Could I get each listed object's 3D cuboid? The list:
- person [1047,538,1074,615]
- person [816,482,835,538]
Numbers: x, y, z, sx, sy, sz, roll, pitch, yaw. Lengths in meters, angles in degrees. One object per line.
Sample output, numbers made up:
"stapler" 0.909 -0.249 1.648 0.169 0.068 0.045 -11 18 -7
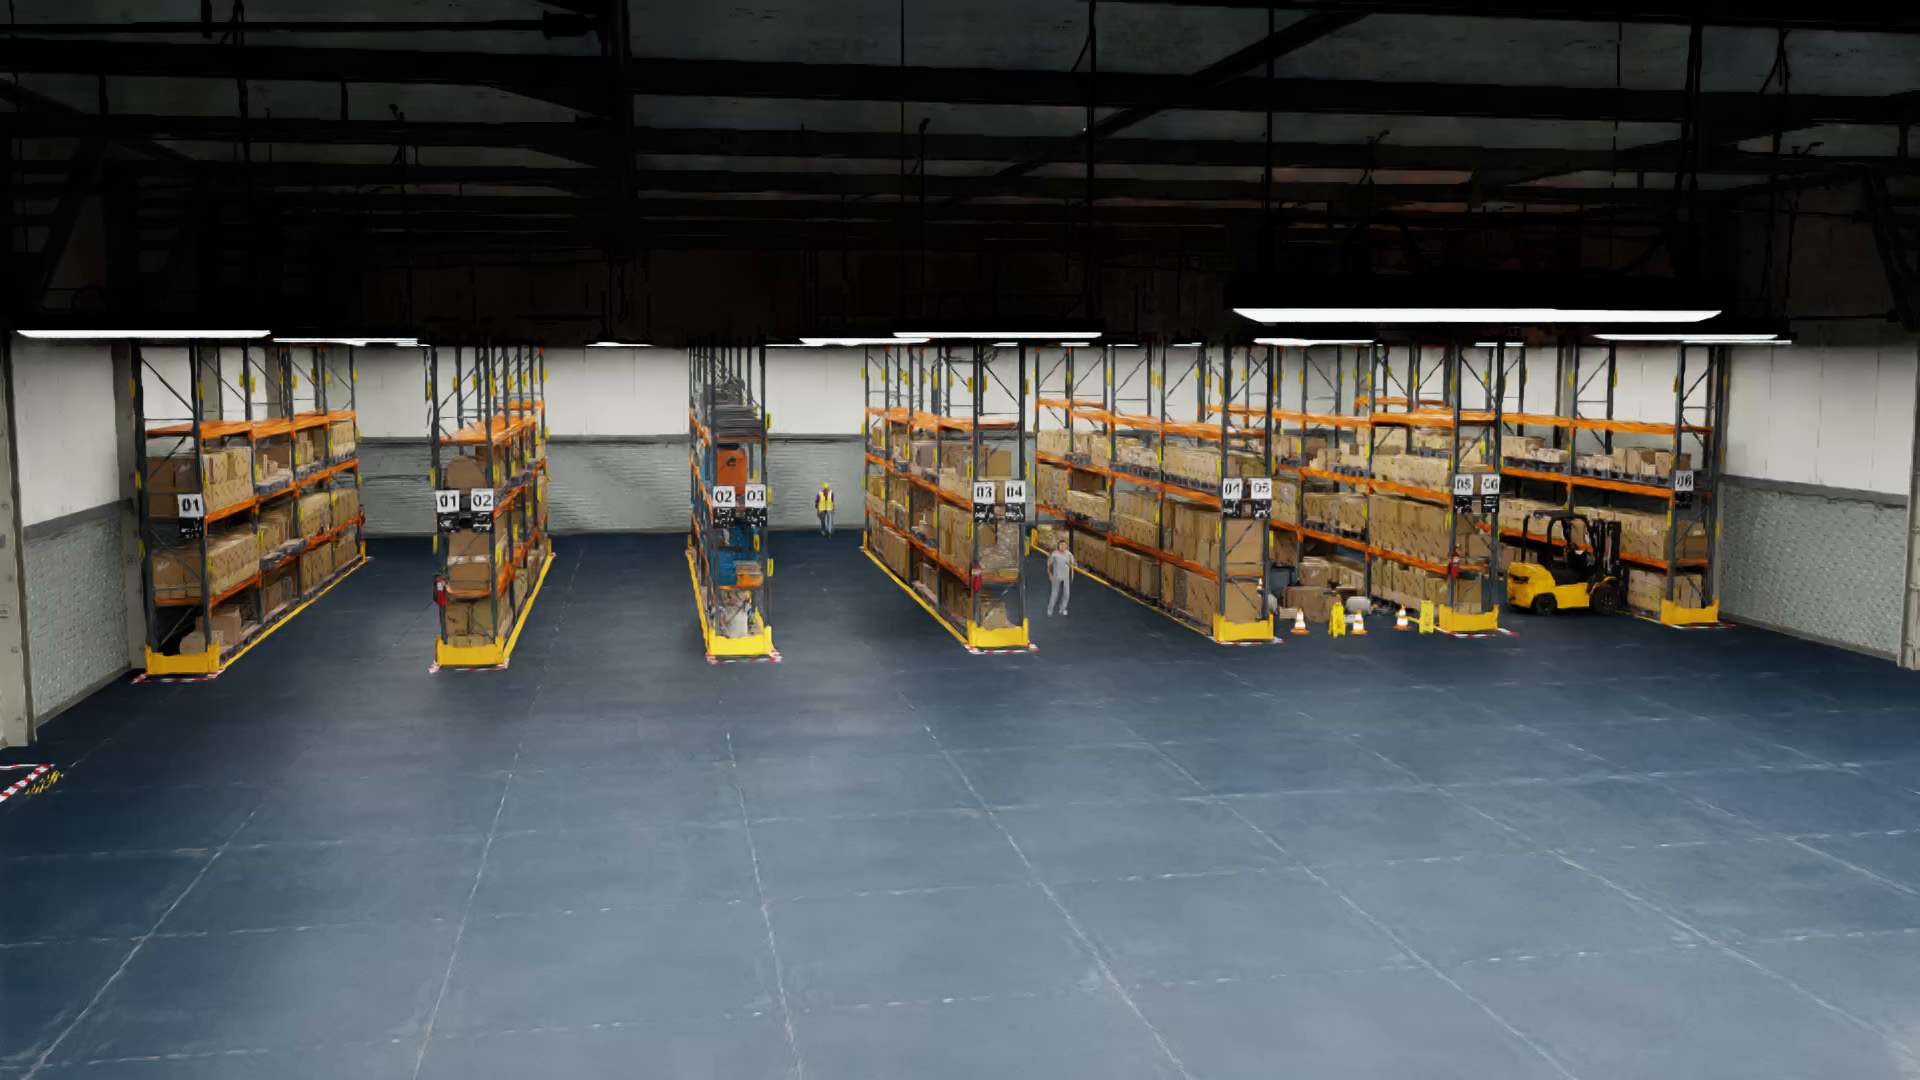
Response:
"person" 2.059 0.749 34.120 0.580 1.593 0.506 -1 7 -12
"person" -4.106 -0.937 50.729 0.577 1.691 1.121 -1 7 -8
